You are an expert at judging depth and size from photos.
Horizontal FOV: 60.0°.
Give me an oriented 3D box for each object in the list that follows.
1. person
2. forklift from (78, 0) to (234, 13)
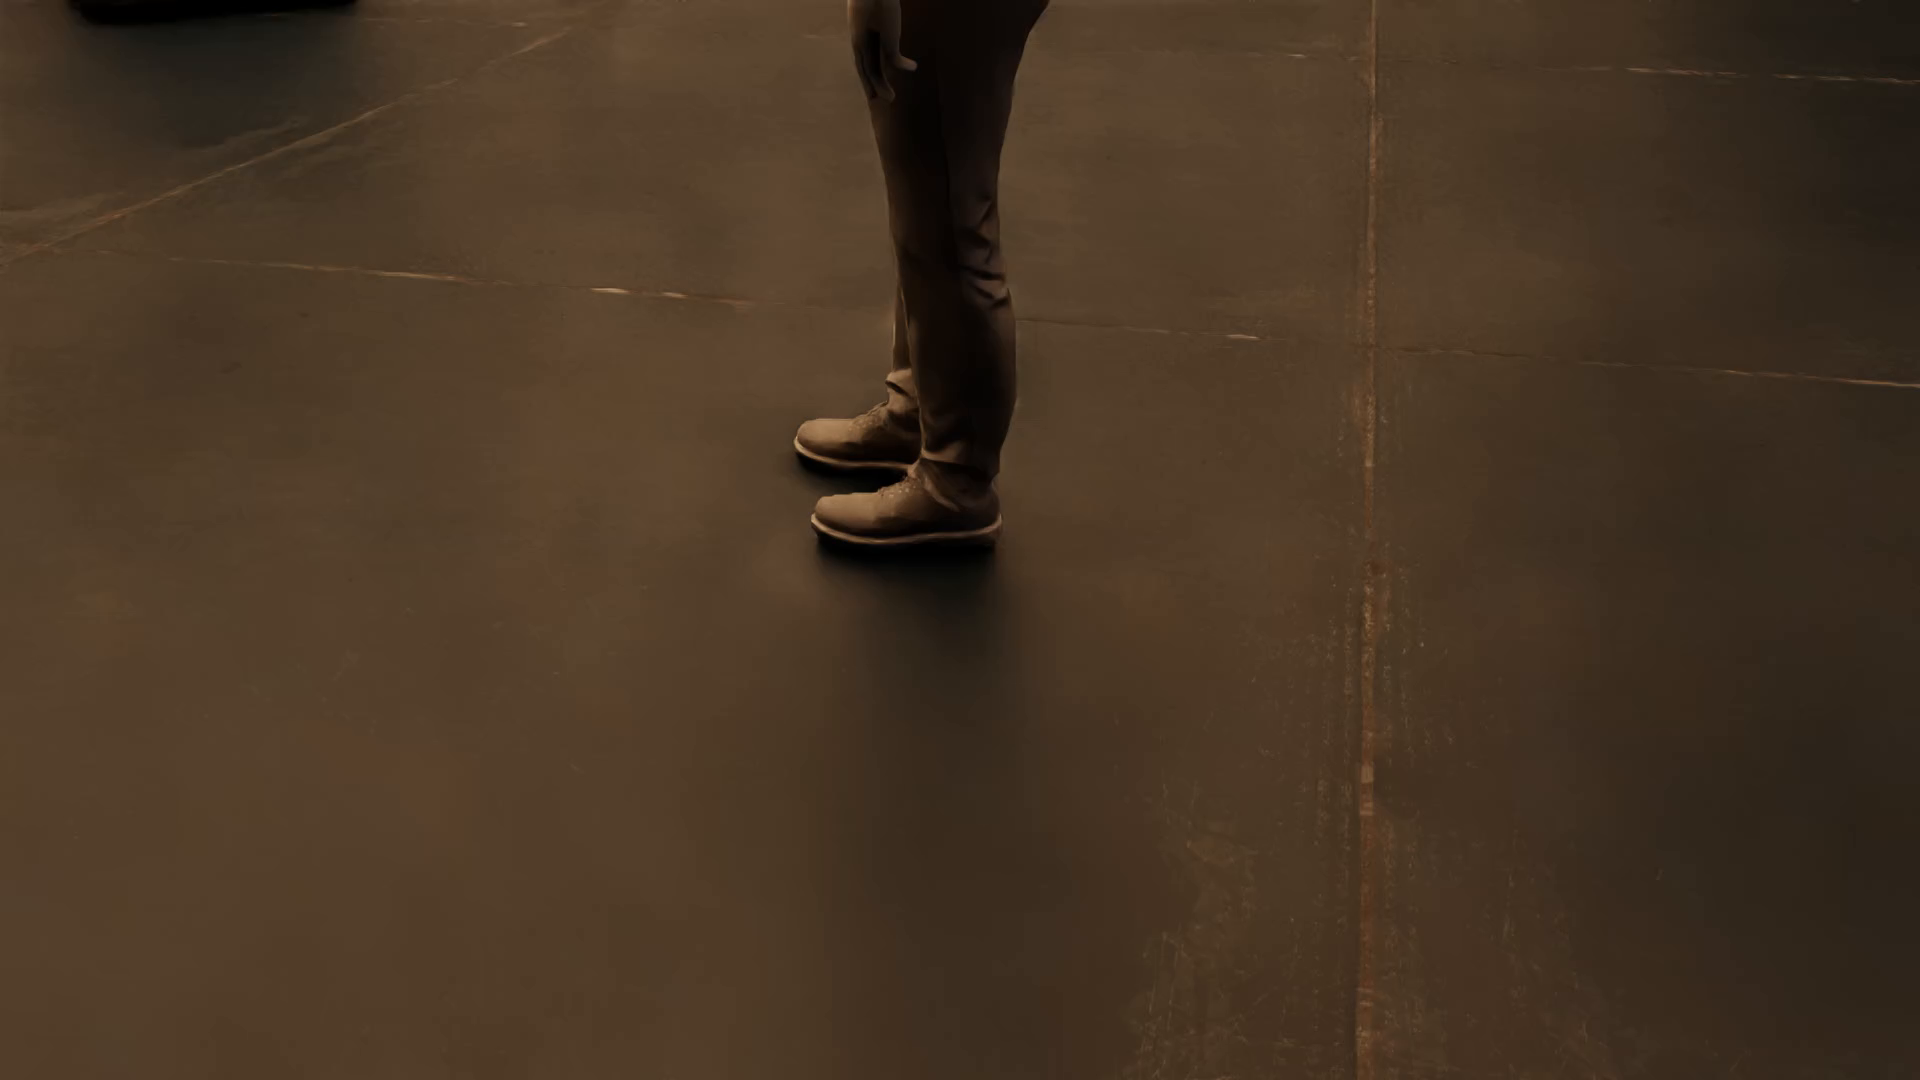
[{"bbox_3d":[-0.064,-0.774,2.136,0.533,1.695,0.581,6,27,11],"label":"person"},{"bbox_3d":[-3.705,-3.986,7.147,1.130,2.935,3.031,-16,31,-28],"label":"forklift"}]
